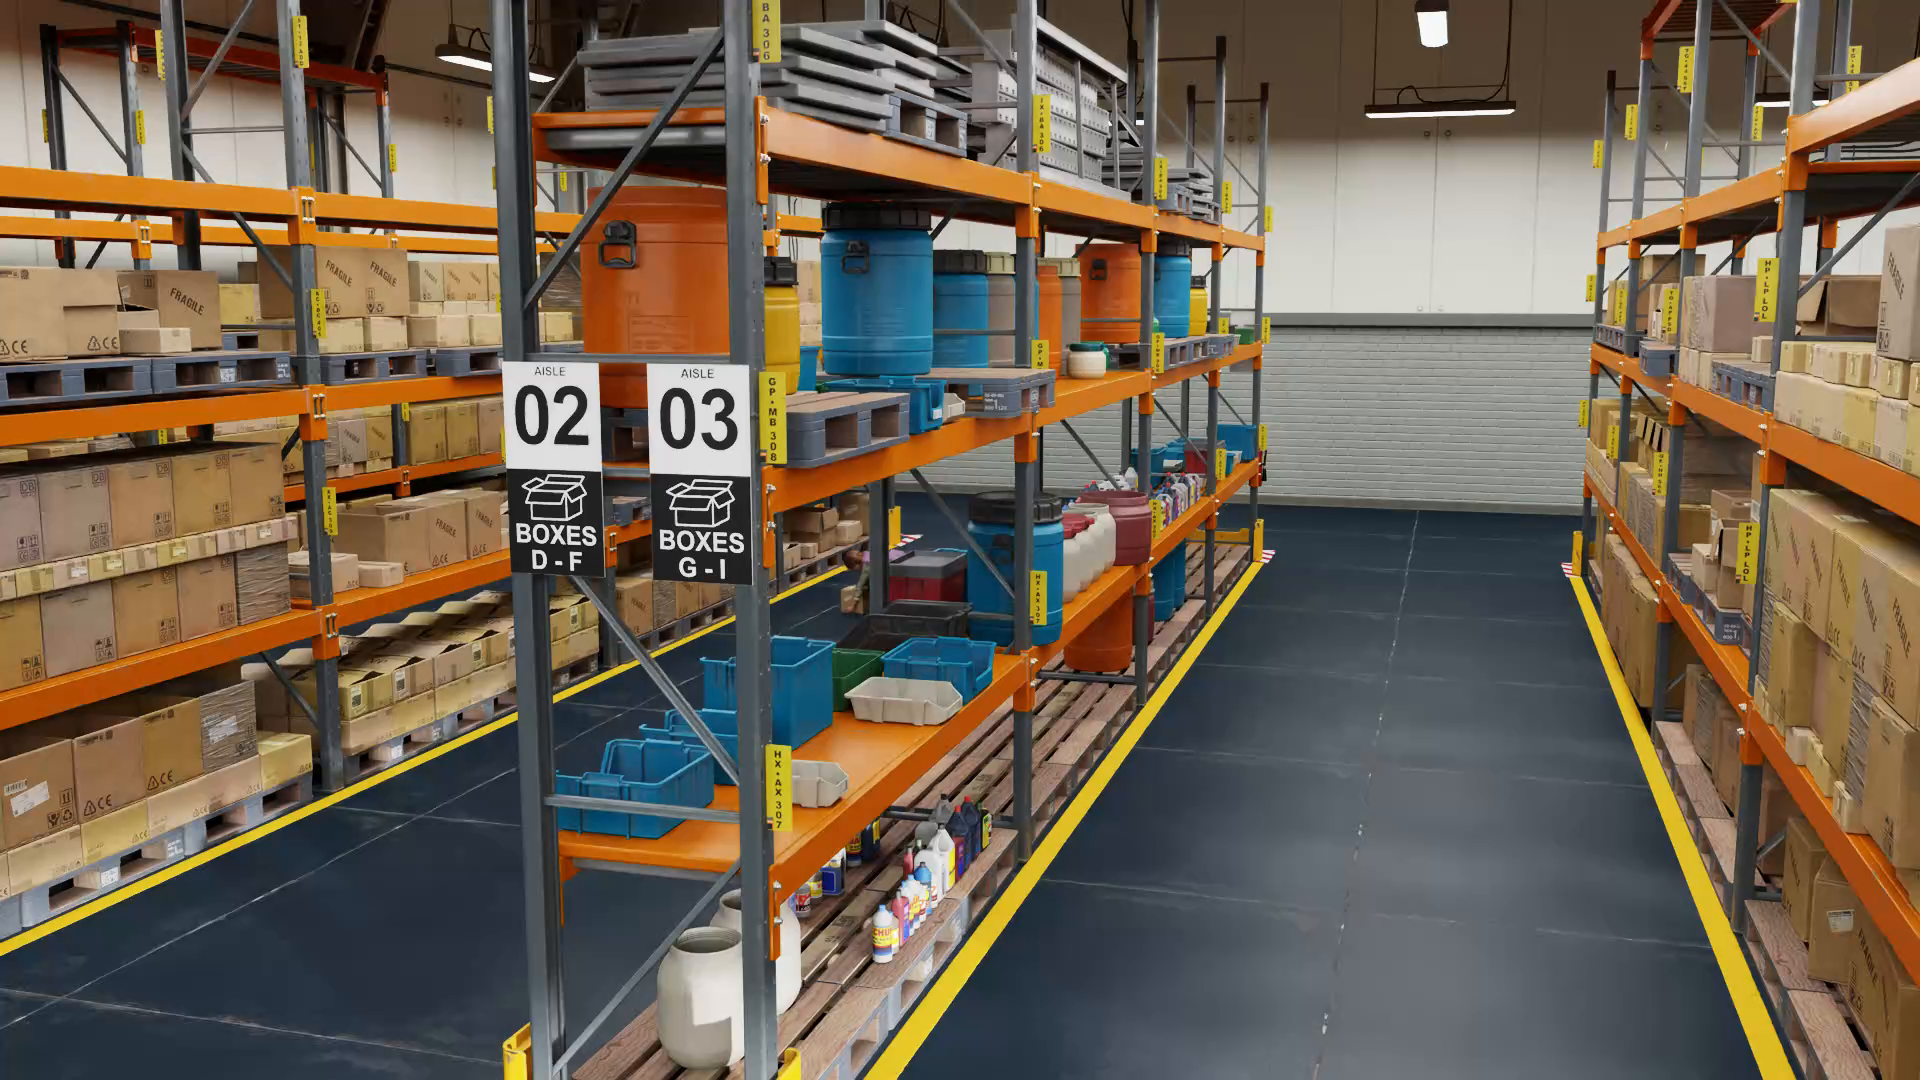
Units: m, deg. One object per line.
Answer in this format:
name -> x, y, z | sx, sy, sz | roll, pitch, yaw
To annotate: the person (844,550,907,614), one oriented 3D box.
person -> -0.829, 0.461, 17.957 | 0.868, 0.715, 0.419 | 2, 9, 15
